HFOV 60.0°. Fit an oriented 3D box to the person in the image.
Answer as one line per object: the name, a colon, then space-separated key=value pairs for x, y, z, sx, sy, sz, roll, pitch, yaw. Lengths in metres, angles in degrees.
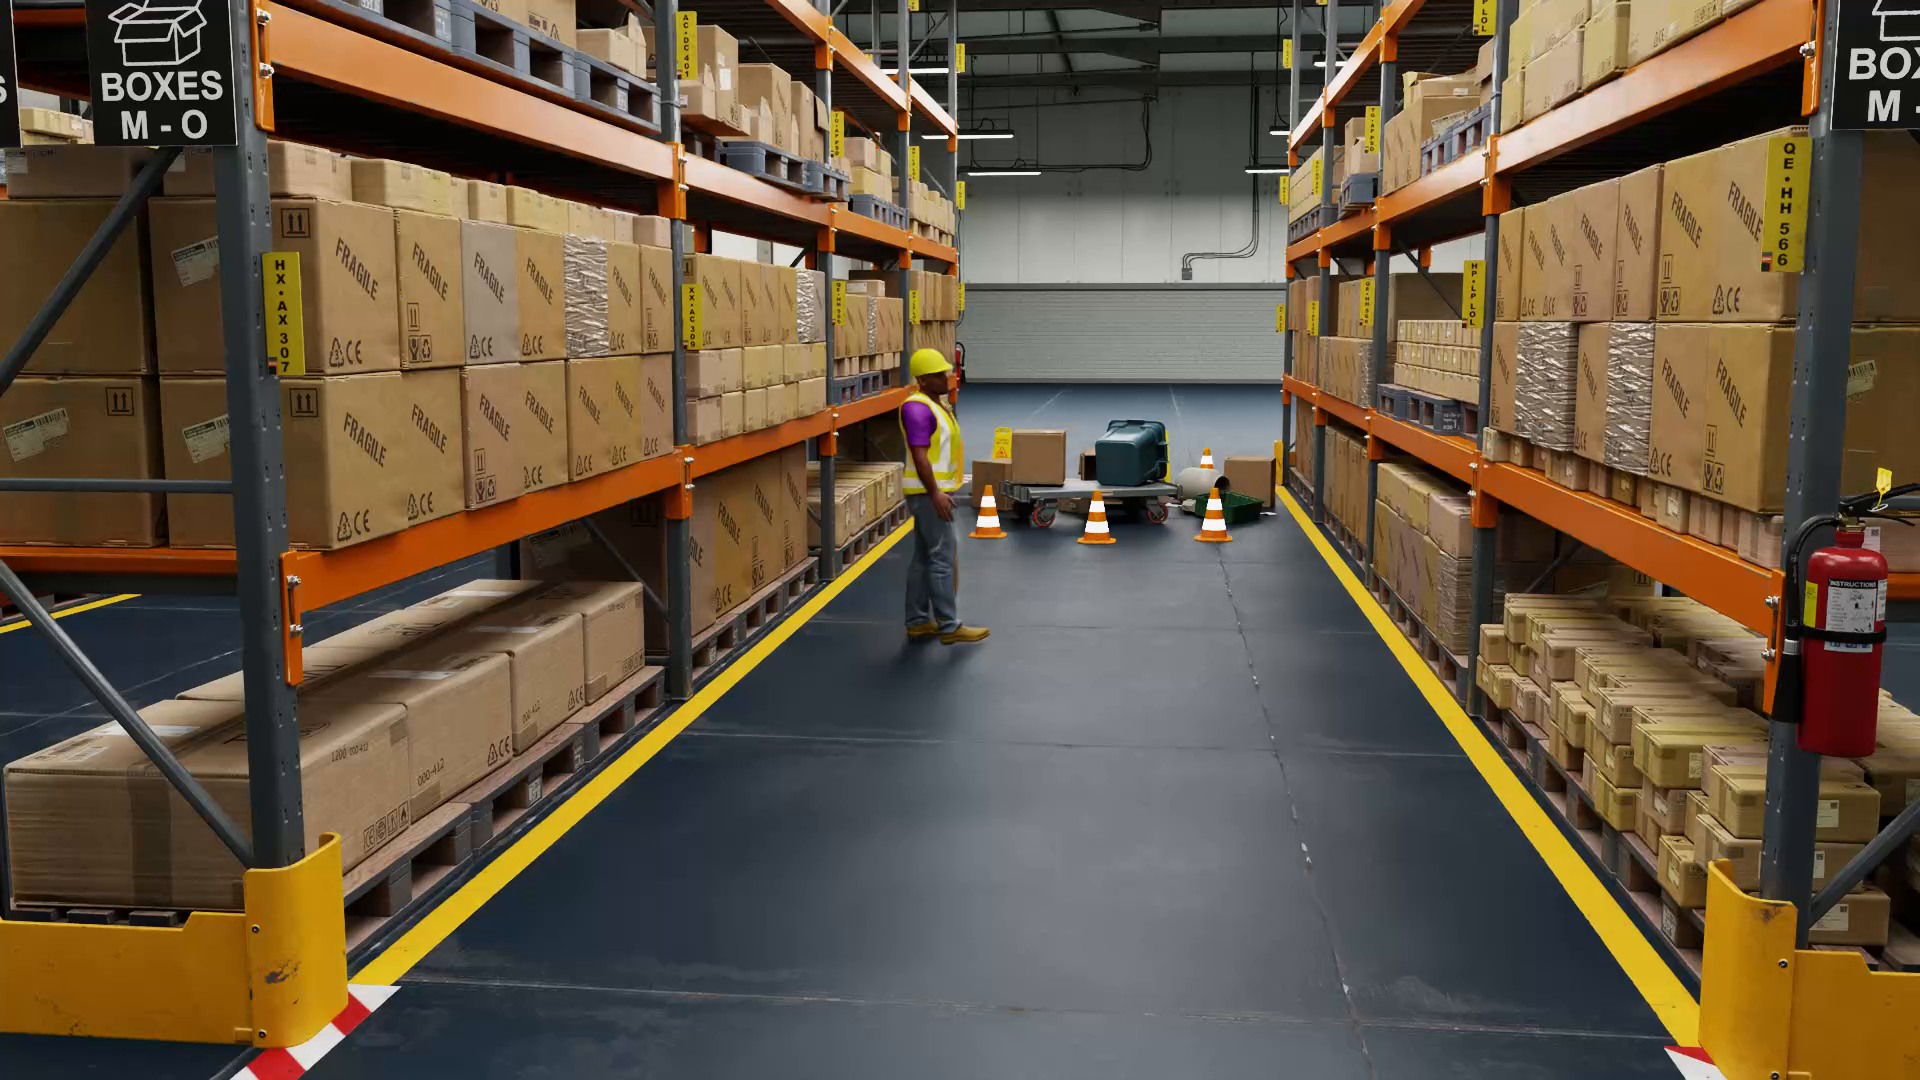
person: x=-0.078 y=-0.267 z=10.032 sx=0.549 sy=1.765 sz=0.632 roll=1 pitch=8 yaw=6
